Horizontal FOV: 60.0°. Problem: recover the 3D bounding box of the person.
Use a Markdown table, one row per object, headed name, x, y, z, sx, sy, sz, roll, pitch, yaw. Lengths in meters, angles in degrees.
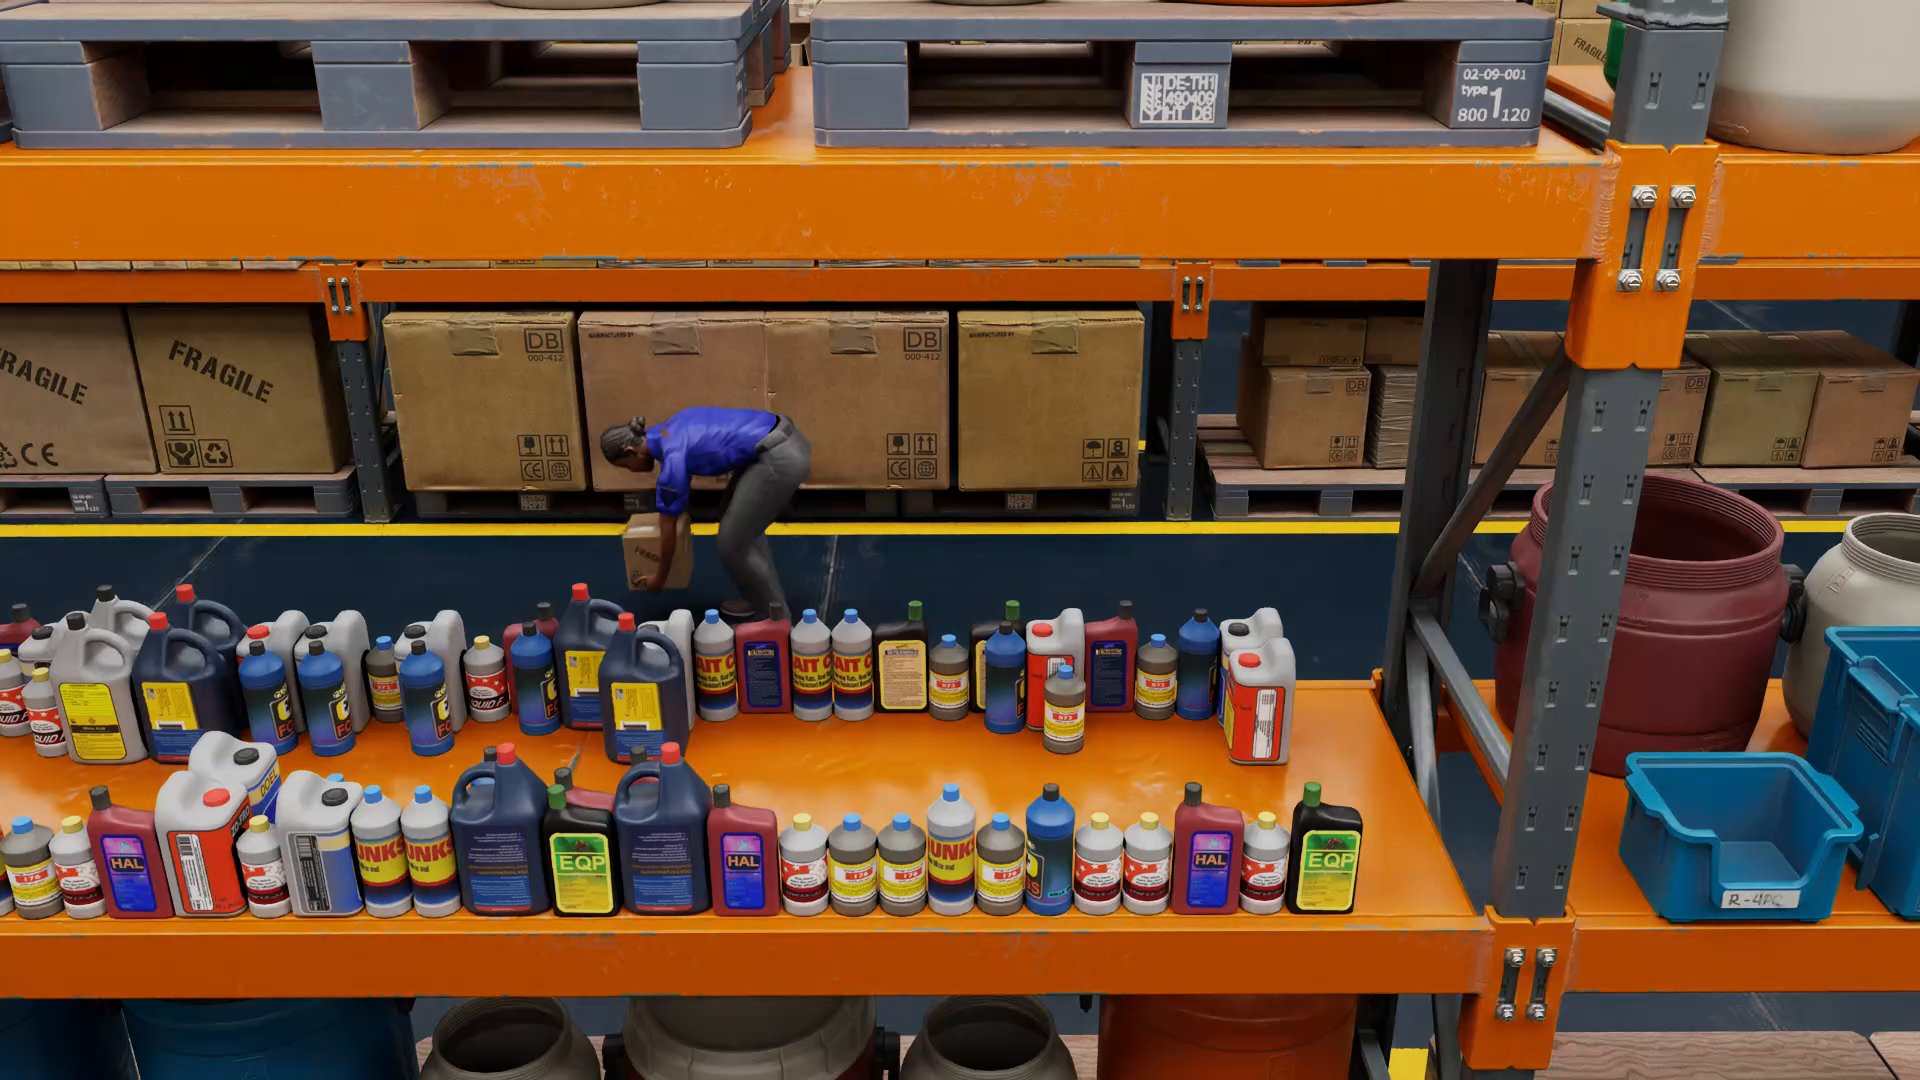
| name | x | y | z | sx | sy | sz | roll | pitch | yaw |
| --- | --- | --- | --- | --- | --- | --- | --- | --- | --- |
| person | -1.063 | -0.078 | 7.098 | 0.878 | 0.991 | 0.432 | -1 | 24 | -3 |
